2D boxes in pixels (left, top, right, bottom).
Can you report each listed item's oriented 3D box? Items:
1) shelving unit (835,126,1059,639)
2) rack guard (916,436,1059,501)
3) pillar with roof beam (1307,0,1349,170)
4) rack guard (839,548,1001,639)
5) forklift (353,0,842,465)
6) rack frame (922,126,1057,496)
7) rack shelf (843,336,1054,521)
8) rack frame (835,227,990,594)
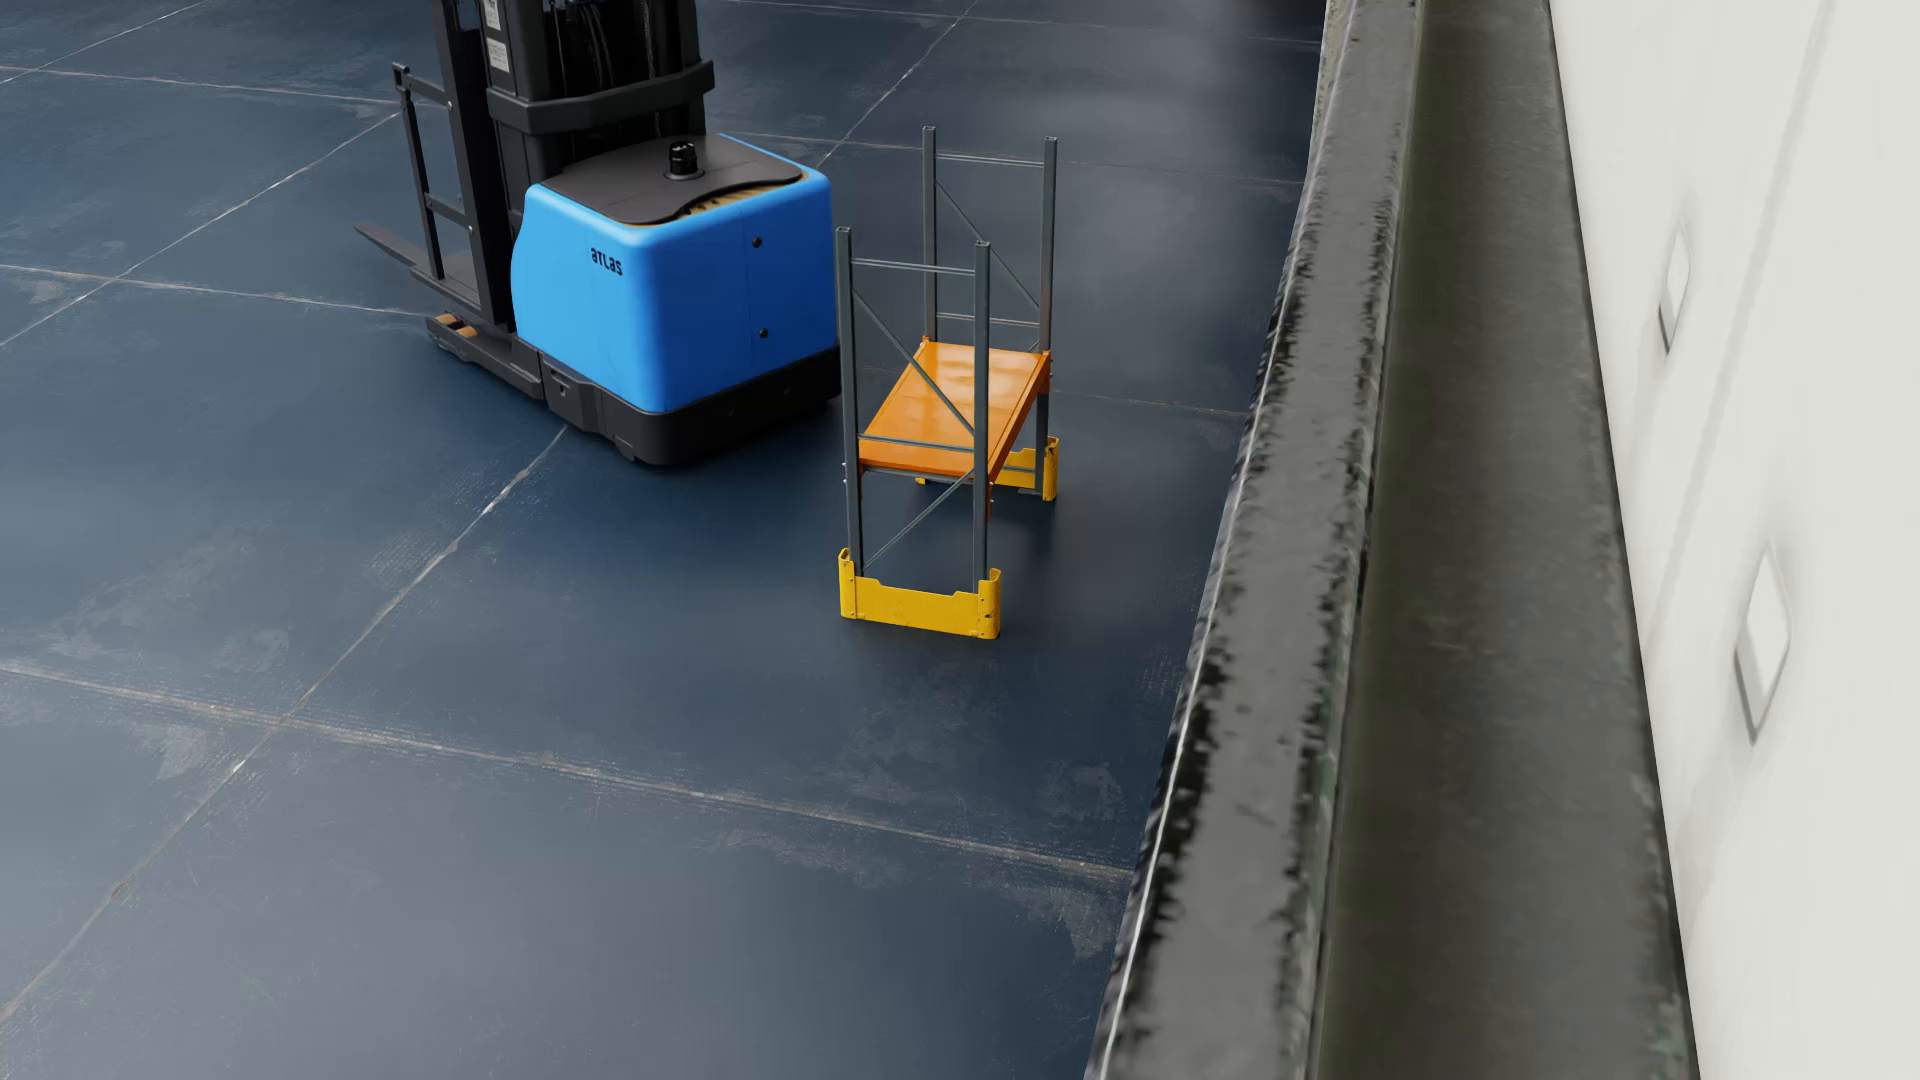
[{"bbox_3d":[-0.019,-0.593,6.065,0.587,1.500,1.083,8,33,12],"label":"shelving unit"},{"bbox_3d":[0.107,-0.324,6.807,0.587,0.250,0.087,8,33,12],"label":"rack guard"},{"bbox_3d":[-3.228,-3.330,3.381,9.100,9.000,0.400,8,33,12],"label":"pillar with roof beam"},{"bbox_3d":[-0.146,0.192,5.994,0.587,0.250,0.087,8,33,12],"label":"rack guard"},{"bbox_3d":[-1.903,-2.244,7.327,1.130,2.935,3.031,-27,41,-36],"label":"forklift"},{"bbox_3d":[0.107,-0.852,6.473,0.500,1.500,0.032,8,33,12],"label":"rack frame"},{"bbox_3d":[-0.022,-0.437,6.155,0.538,0.185,1.000,8,33,12],"label":"rack shelf"},{"bbox_3d":[-0.151,-0.325,5.643,0.500,1.500,0.032,8,33,12],"label":"rack frame"}]
